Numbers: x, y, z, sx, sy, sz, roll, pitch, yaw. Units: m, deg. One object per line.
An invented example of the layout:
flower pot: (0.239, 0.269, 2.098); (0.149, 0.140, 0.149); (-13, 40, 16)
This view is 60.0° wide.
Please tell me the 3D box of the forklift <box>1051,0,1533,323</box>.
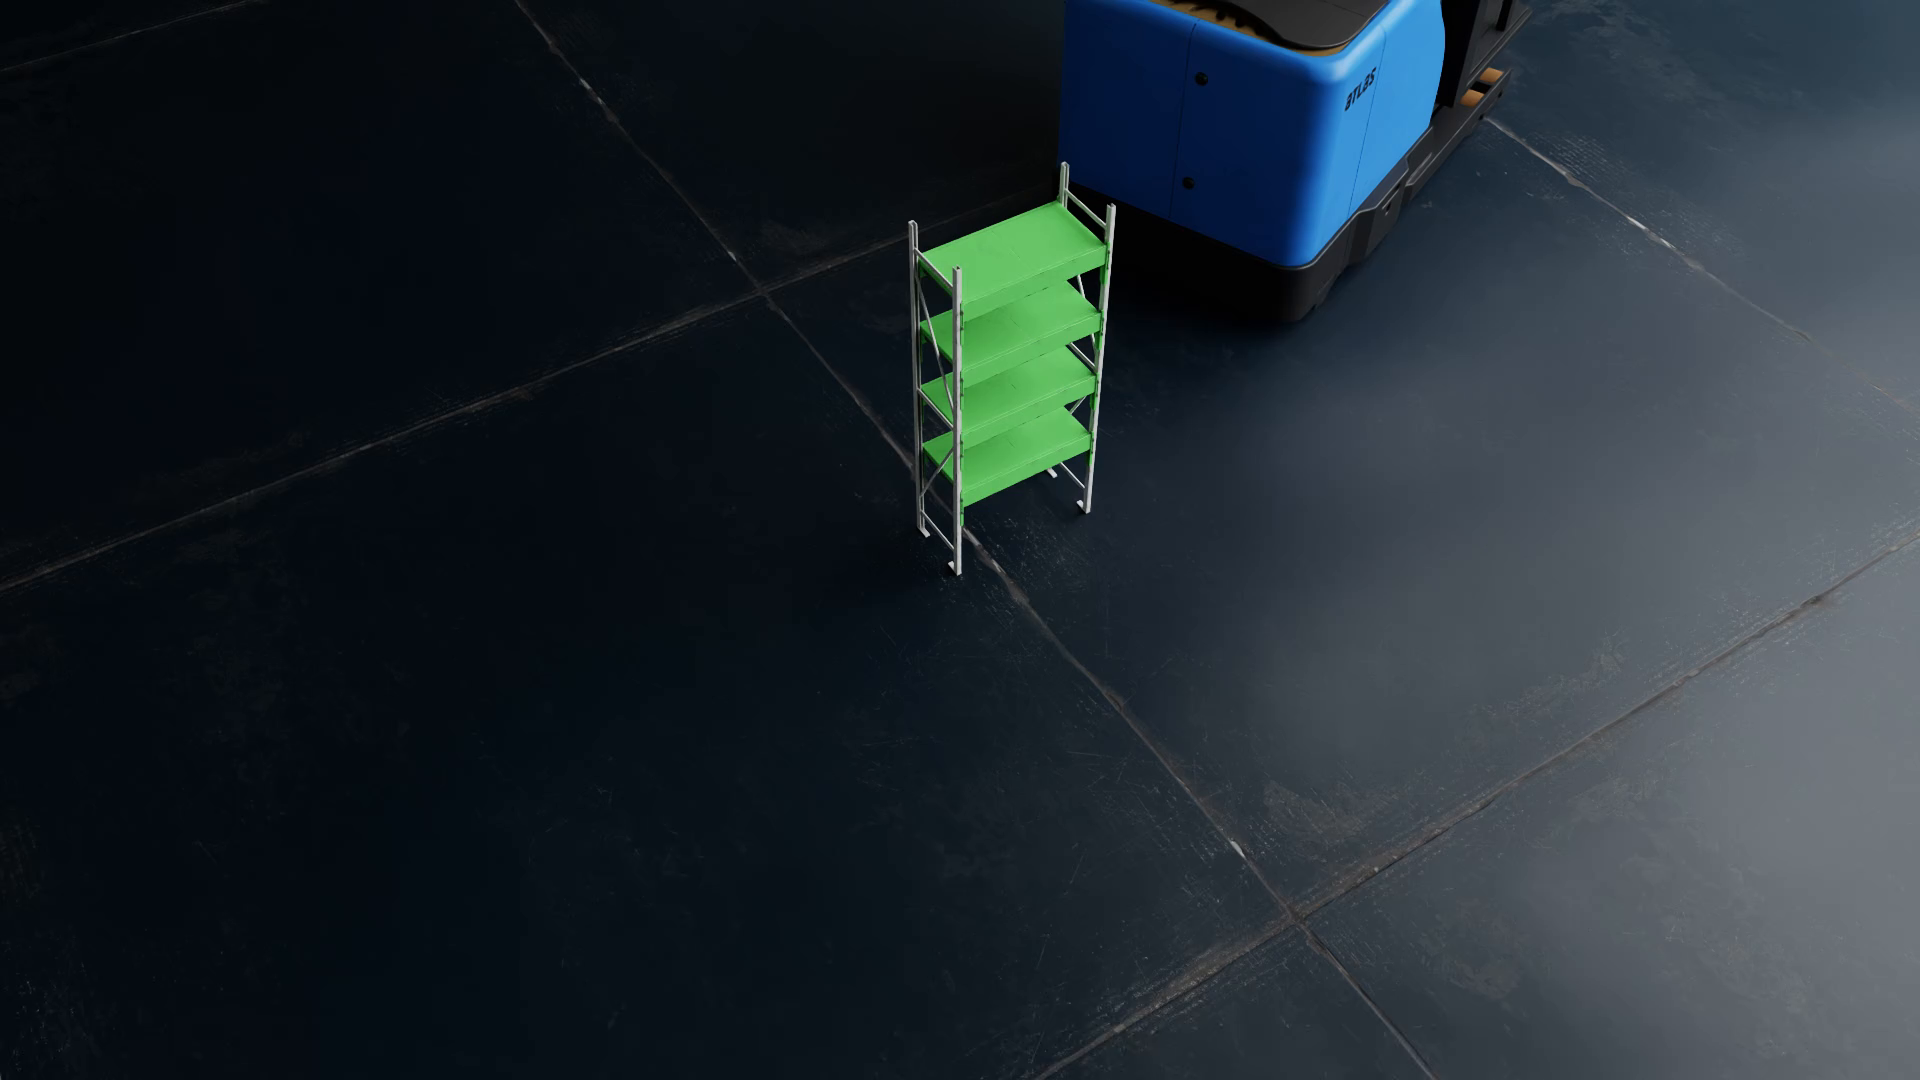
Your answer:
forklift: (1.588, -2.807, 5.787); (1.130, 2.935, 3.031); (27, 54, 22)

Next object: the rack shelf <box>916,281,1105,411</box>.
rack shelf: (0.140, -0.582, 4.729); (0.480, 0.148, 0.258); (-25, 53, -21)

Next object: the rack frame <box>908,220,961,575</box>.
rack frame: (-0.066, -0.368, 4.774); (0.015, 1.200, 0.240); (-25, 53, -21)

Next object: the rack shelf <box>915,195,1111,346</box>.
rack shelf: (0.140, -0.742, 4.550); (0.480, 0.148, 0.258); (-25, 53, -21)

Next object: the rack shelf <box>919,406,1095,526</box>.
rack shelf: (0.140, -0.263, 5.088); (0.480, 0.148, 0.258); (-25, 53, -21)

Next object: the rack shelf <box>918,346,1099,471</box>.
rack shelf: (0.140, -0.422, 4.908); (0.480, 0.148, 0.258); (-25, 53, -21)

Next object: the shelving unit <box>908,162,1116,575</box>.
shelving unit: (0.140, -0.465, 4.861); (0.503, 1.200, 0.258); (-25, 53, -21)

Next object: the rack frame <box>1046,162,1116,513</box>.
rack frame: (0.346, -0.562, 4.947); (0.015, 1.200, 0.240); (-25, 53, -21)
